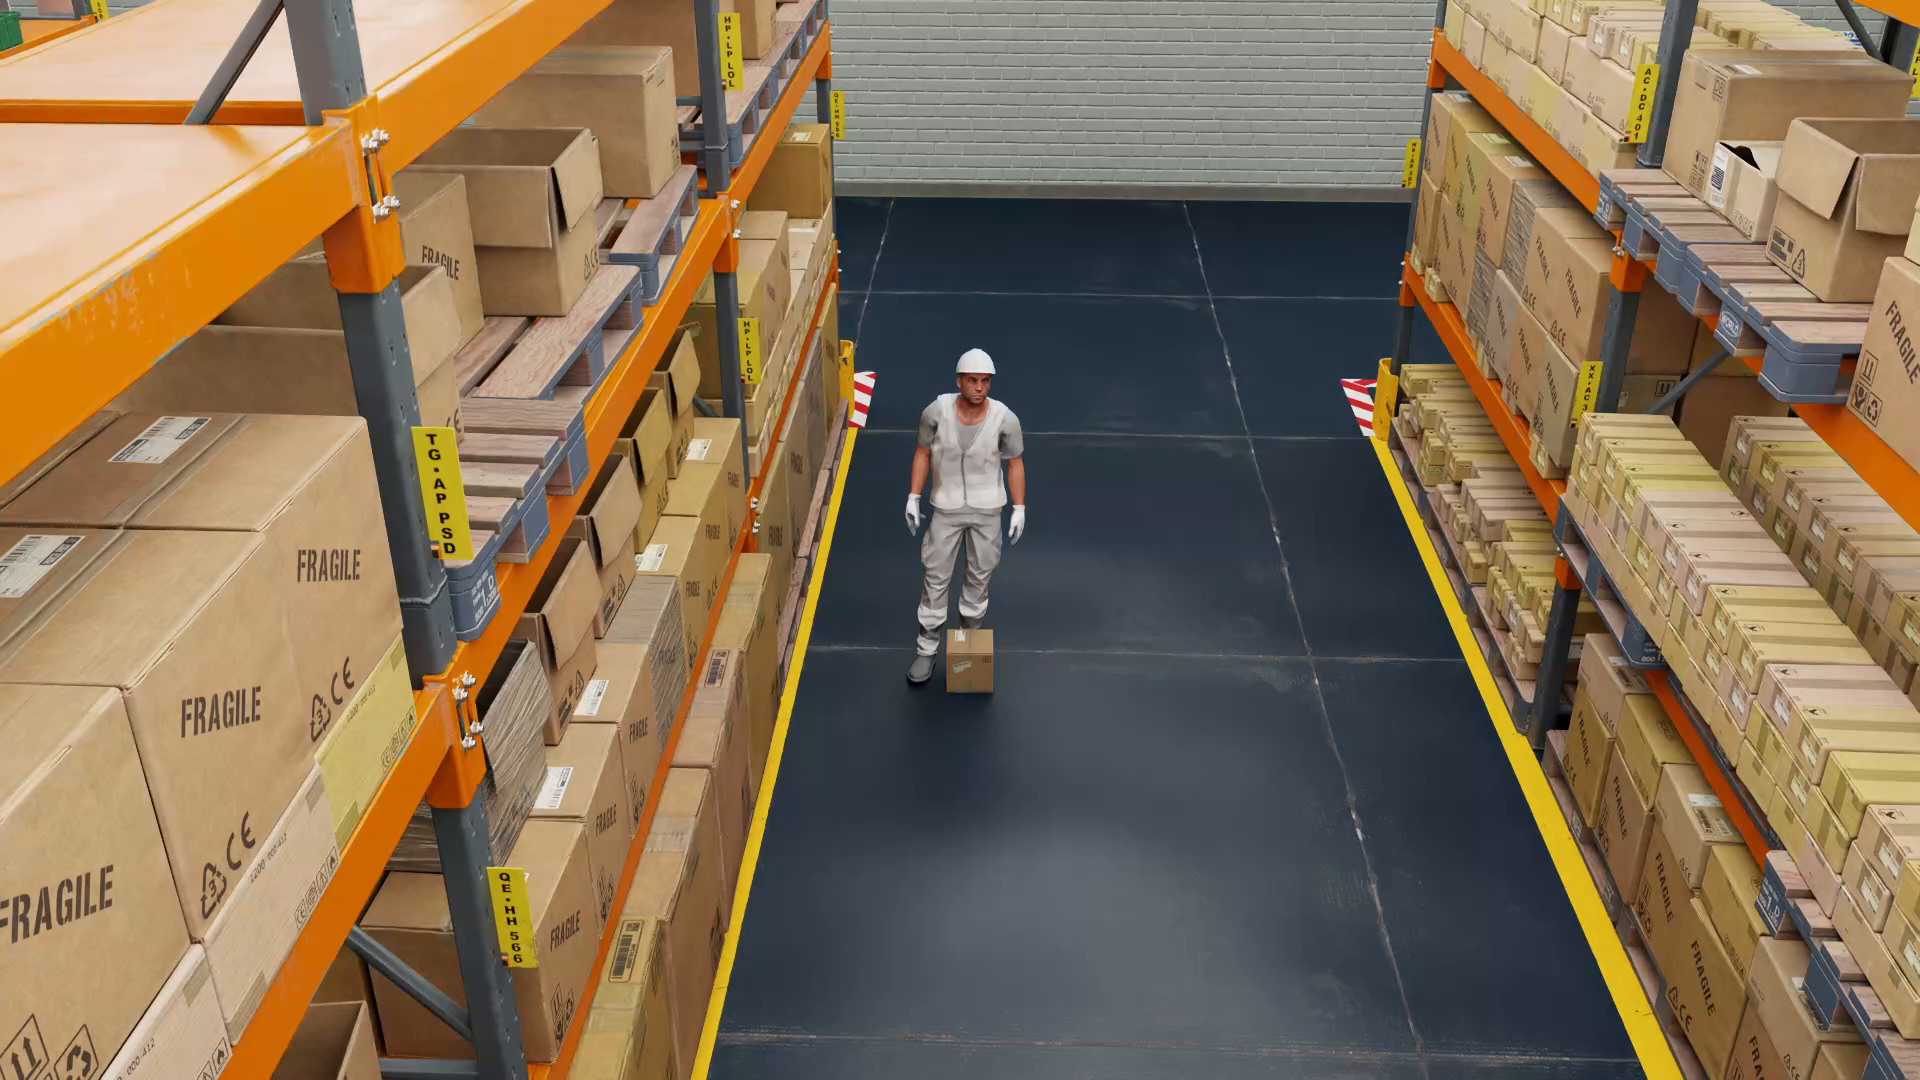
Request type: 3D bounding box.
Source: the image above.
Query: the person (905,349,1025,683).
[{"bbox_3d":[0.025,-0.124,8.810,0.637,1.788,0.564,1,28,2],"label":"person"}]
